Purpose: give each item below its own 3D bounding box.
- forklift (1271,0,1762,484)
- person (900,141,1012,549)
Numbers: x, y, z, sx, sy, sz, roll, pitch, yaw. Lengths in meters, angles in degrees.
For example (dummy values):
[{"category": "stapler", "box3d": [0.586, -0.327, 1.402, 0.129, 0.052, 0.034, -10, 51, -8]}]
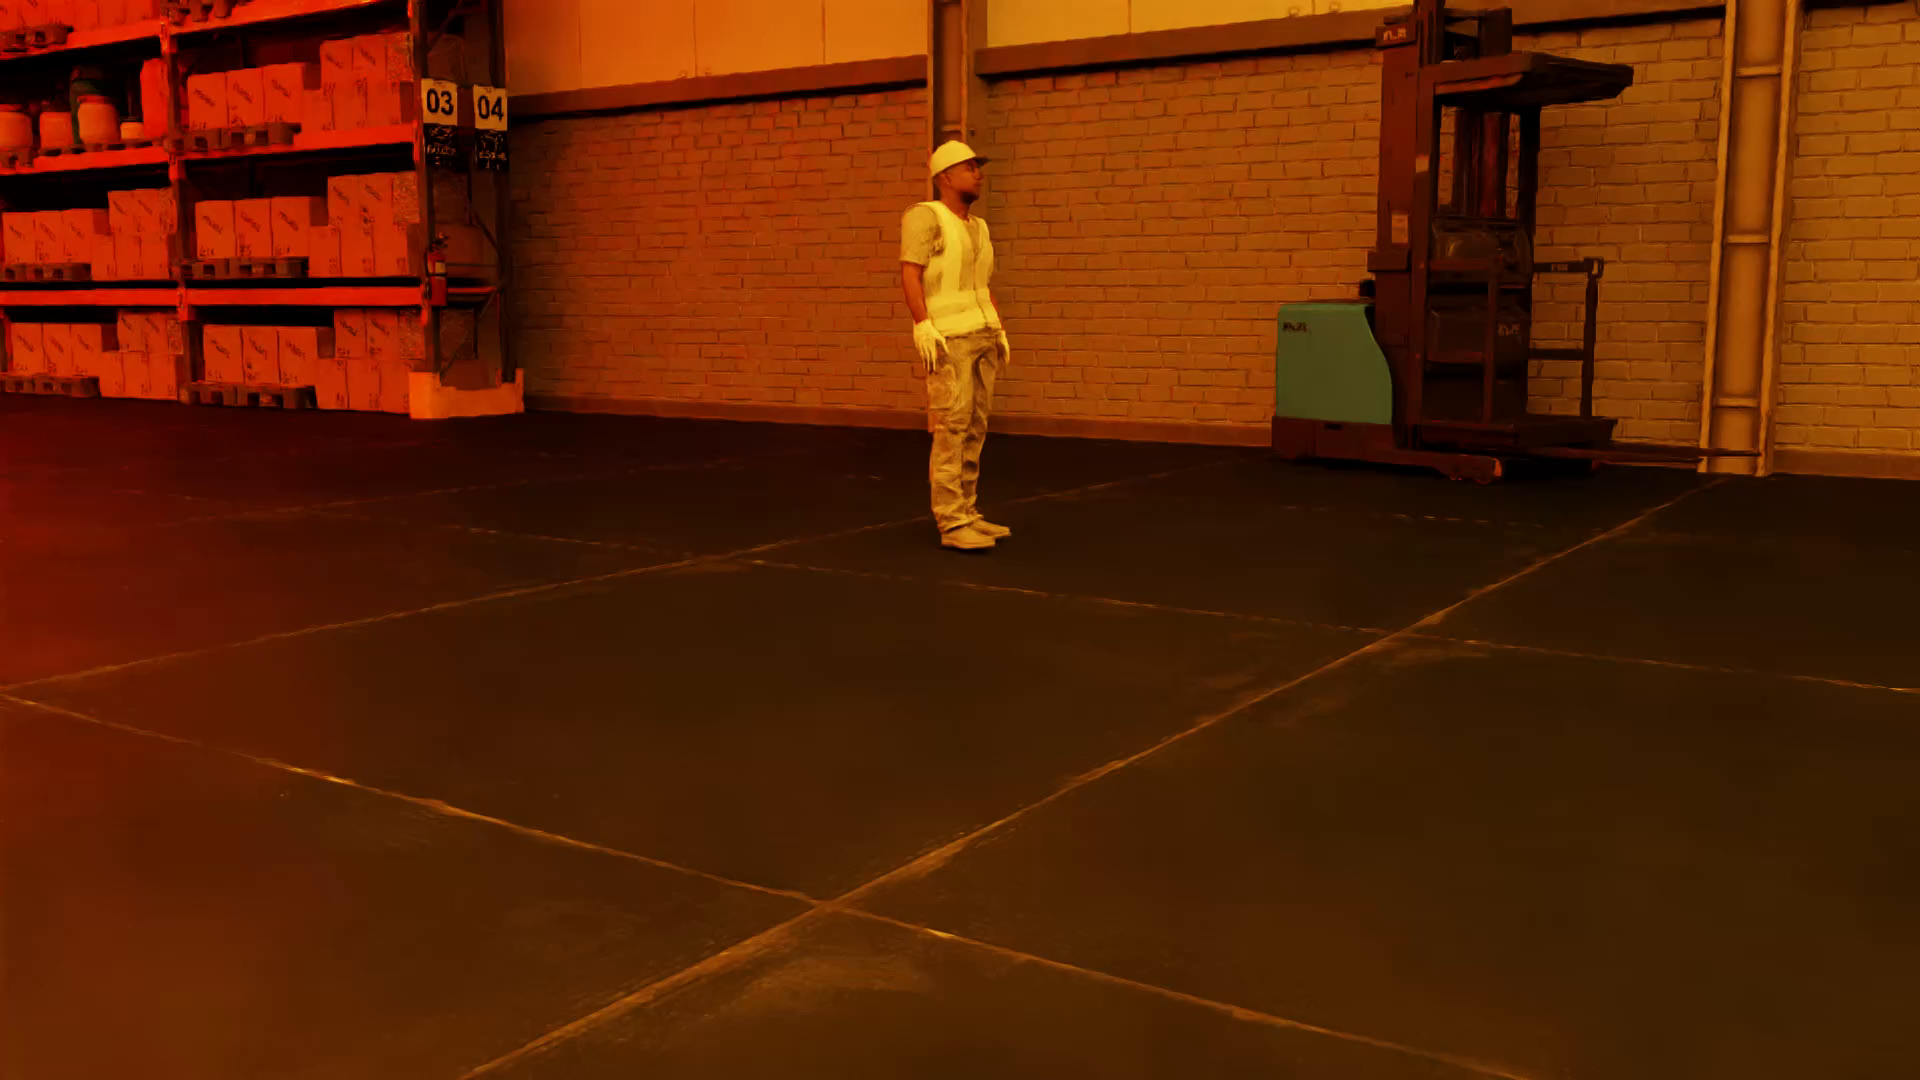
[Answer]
[{"category": "forklift", "box3d": [3.406, -1.864, 10.304, 1.130, 2.935, 3.031, -6, 10, -36]}, {"category": "person", "box3d": [0.055, -0.883, 7.431, 0.576, 1.782, 0.655, 5, 10, 34]}]
